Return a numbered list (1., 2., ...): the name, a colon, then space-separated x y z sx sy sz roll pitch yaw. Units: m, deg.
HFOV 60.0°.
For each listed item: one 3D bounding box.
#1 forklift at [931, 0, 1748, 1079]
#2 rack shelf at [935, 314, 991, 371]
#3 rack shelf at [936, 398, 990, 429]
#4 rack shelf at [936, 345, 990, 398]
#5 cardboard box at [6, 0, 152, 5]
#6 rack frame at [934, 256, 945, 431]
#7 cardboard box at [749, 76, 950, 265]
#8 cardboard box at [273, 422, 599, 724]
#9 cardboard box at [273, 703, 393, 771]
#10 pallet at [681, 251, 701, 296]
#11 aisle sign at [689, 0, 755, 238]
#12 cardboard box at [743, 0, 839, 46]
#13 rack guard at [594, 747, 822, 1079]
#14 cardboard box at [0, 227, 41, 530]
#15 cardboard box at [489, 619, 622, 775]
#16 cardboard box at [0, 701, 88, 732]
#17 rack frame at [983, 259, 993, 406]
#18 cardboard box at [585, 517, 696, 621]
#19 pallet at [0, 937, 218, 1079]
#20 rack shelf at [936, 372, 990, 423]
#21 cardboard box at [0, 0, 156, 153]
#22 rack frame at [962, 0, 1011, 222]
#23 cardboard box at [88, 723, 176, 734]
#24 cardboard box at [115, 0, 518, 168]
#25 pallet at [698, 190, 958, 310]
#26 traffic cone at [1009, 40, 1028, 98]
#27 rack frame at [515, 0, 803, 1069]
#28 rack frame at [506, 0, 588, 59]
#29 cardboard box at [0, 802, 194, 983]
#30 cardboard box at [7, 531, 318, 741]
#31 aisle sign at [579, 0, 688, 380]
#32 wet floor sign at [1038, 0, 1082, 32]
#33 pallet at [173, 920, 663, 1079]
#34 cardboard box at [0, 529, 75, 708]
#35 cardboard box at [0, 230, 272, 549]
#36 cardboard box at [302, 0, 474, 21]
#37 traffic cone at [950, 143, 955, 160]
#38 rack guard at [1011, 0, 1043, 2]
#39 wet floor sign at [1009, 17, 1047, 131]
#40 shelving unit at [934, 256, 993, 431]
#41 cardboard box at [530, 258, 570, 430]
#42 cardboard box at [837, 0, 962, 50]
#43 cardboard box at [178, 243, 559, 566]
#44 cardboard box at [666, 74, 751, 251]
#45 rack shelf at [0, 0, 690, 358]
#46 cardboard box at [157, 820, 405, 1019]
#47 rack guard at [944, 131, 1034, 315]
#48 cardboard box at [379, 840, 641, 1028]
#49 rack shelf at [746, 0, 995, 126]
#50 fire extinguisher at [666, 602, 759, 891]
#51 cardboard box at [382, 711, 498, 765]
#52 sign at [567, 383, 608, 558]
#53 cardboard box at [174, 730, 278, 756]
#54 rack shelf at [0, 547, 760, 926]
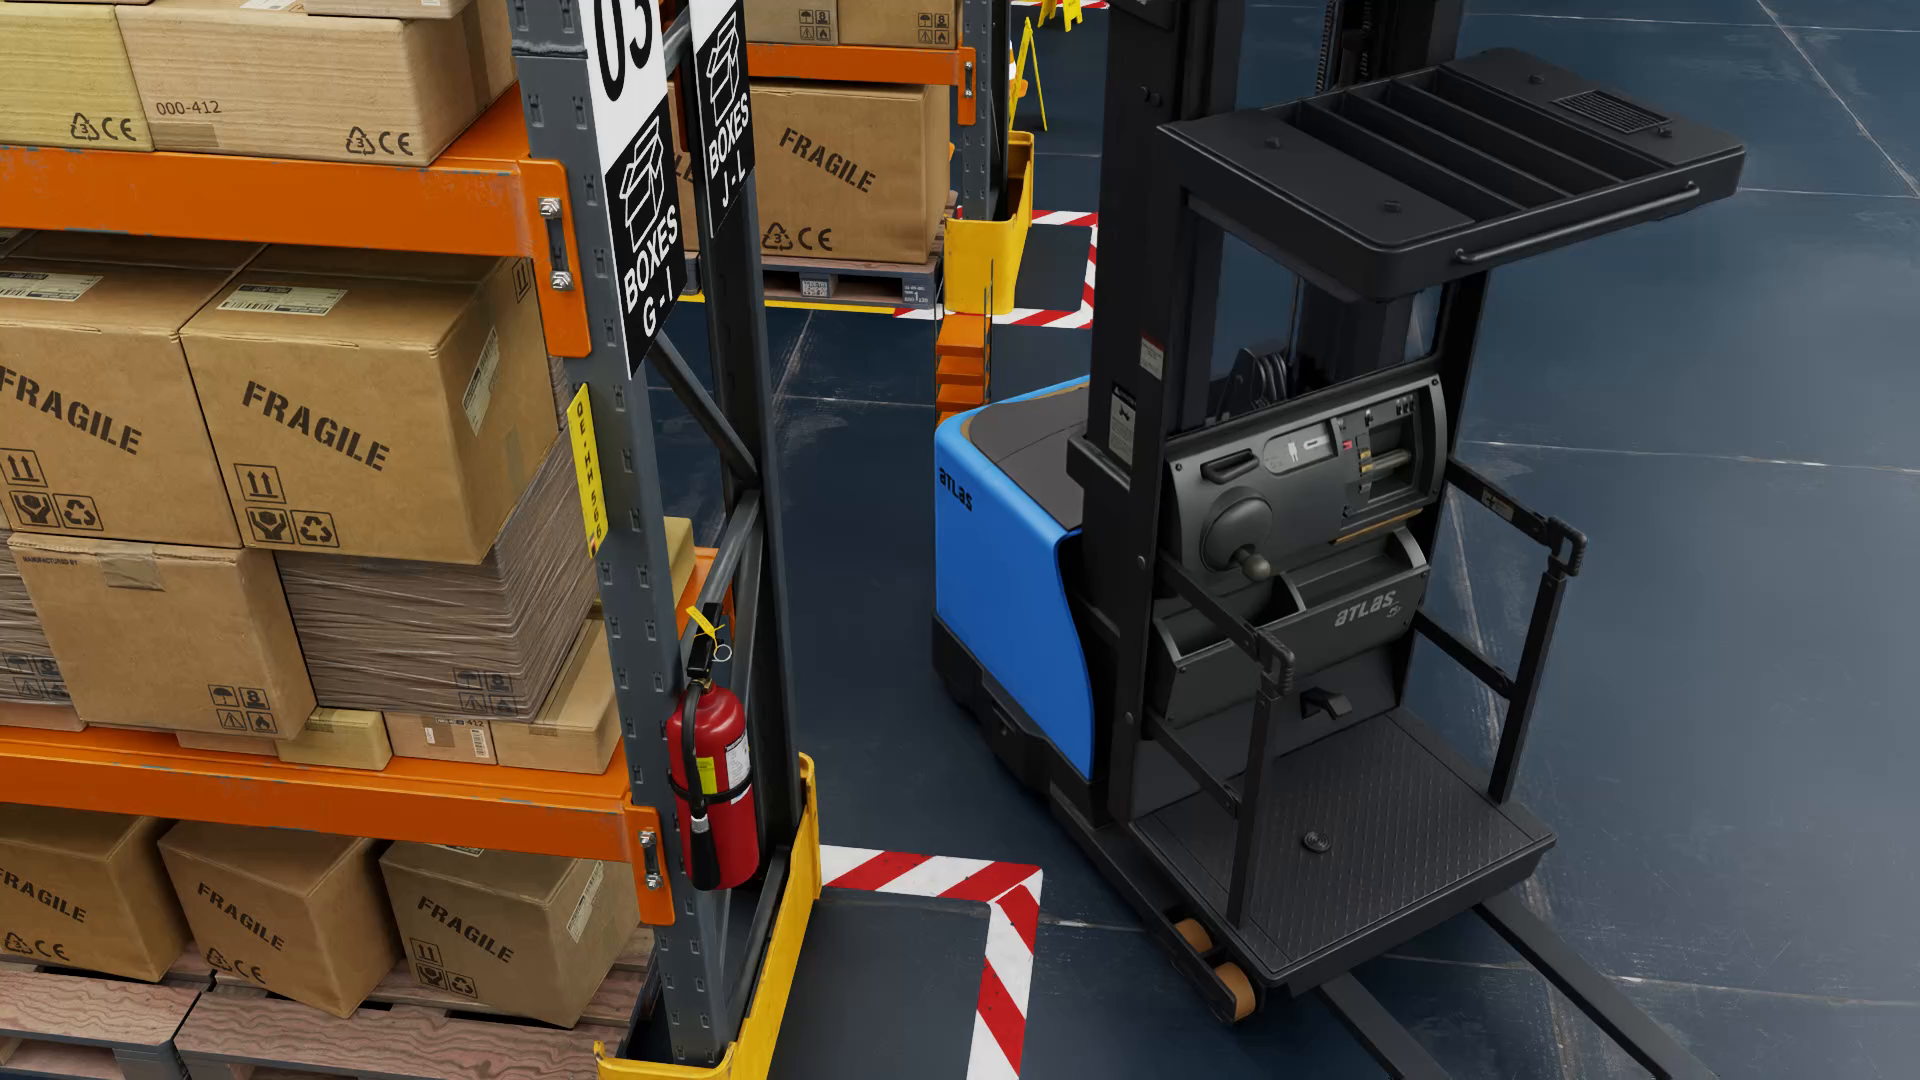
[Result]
1. forklift: 1.068 -0.111 4.383 1.130 2.935 3.031 -18 39 -24
2. rack shelf: 0.014 -0.744 6.217 0.180 0.103 0.258 4 36 6
3. rack shelf: 0.014 -0.451 6.426 0.180 0.103 0.258 4 36 6
4. rack shelf: 0.014 -0.646 6.286 0.180 0.103 0.258 4 36 6
5. cardboard box: -1.440 -1.050 2.843 0.250 0.149 0.380 3 36 4
6. rack frame: -0.076 -0.494 6.409 0.006 1.200 0.240 4 36 6
7. cardboard box: -0.545 -2.012 8.454 0.875 0.875 0.875 4 36 6
8. cardboard box: -1.138 -0.061 3.912 0.500 0.500 0.875 4 36 6
9. cardboard box: -1.407 0.349 3.895 0.250 0.149 0.380 4 36 6
10. pallet: -1.874 -1.664 8.900 1.213 0.211 1.003 4 36 6
11. aisle sign: -0.496 -1.070 3.429 0.004 0.787 0.394 4 36 6
12. cardboard box: -0.786 -2.784 7.940 0.550 0.550 0.875 4 36 6
13. rack guard: -0.671 1.169 4.682 0.348 0.500 1.175 4 36 6
14. cardboard box: -2.165 -0.382 3.501 0.500 0.500 0.500 4 36 6
15. cardboard box: -0.905 0.357 3.884 0.250 0.149 0.380 4 36 6
16. cardboard box: -2.147 0.274 4.000 0.250 0.149 0.380 4 36 6
17. rack frame: 0.105 -0.481 6.390 0.006 1.200 0.240 4 36 6
18. cardboard box: -0.848 0.101 4.243 0.250 0.149 0.380 4 36 6
19. pallet: -2.679 1.114 5.007 1.213 0.211 1.003 4 36 6
20. rack shelf: 0.014 -0.549 6.356 0.180 0.103 0.258 4 36 6
21. cardboard box: -1.602 -0.928 3.015 0.500 0.250 0.500 4 36 6
22. rack frame: 0.136 -2.694 7.942 0.127 3.000 1.000 4 36 6
23. cardboard box: -1.896 0.280 3.992 0.250 0.149 0.380 4 36 6
24. cardboard box: -1.107 -0.892 2.965 0.500 0.250 0.500 5 36 7
25. pallet: -0.667 -1.573 8.772 1.213 0.211 1.003 4 36 6
26. traffic cone: 0.271 -3.144 10.757 0.334 0.463 0.336 4 36 6
27. rack frame: -0.596 0.157 3.948 0.127 3.000 1.000 4 36 6
28. rack frame: -0.596 -2.285 2.205 0.127 3.000 1.000 4 36 6
29. cardboard box: -2.429 0.866 4.745 0.500 0.500 0.500 7 36 10
30. cardboard box: -1.649 -0.029 3.867 0.500 0.500 0.875 4 36 6
31. aisle sign: -0.573 -0.724 2.944 0.004 0.787 0.394 4 36 6
32. wet floor sign: 0.718 -3.964 11.749 0.232 0.644 0.267 17 39 22
33. pallet: -1.473 1.206 4.879 1.213 0.211 1.003 4 36 6
34. cardboard box: -2.140 -0.091 3.953 0.500 0.500 0.875 4 36 6
35. cardboard box: -1.670 -0.344 3.447 0.500 0.500 0.500 4 36 6
36. cardboard box: -0.911 -1.006 2.781 0.250 0.149 0.380 4 36 6
37. traffic cone: -0.210 -2.518 9.880 0.334 0.463 0.336 4 36 6
38. rack guard: 0.591 -4.541 12.683 0.348 0.500 1.175 4 36 6
39. wet floor sign: 0.417 -2.874 10.221 0.232 0.644 0.267 -2 36 -2
40. shelving unit: 0.014 -0.487 6.400 0.189 1.200 0.258 4 36 6
41. cardboard box: -1.107 -0.610 3.819 0.500 0.500 0.500 4 36 6
42. cardboard box: -0.238 -2.756 7.900 0.550 0.550 0.875 4 36 6
43. cardboard box: -1.173 -0.310 3.400 0.500 0.500 0.500 4 36 6
44. cardboard box: -1.418 -2.076 8.544 0.875 0.875 0.875 4 36 5
45. rack shelf: -2.580 -0.919 3.493 4.000 0.370 1.077 4 36 6
46. cardboard box: -1.811 0.923 4.665 0.500 0.500 0.500 14 38 18
47. rack guard: 0.160 -1.674 8.666 0.348 0.500 1.175 4 36 6
48. cardboard box: -1.213 0.948 4.630 0.500 0.500 0.500 11 37 15
49. rack shelf: -1.848 -2.549 8.358 4.000 0.370 1.077 4 36 6
50. fire extinguisher: -0.541 0.462 3.587 0.183 0.674 0.296 4 36 6
51. cardboard box: -1.153 0.338 3.910 0.250 0.149 0.380 4 36 6
52. sign: -0.687 -0.125 3.074 0.005 0.325 0.100 4 36 6
53. cardboard box: -1.653 0.322 3.933 0.250 0.149 0.380 4 36 6
54. rack shelf: -2.580 0.302 4.364 4.000 0.370 1.077 4 36 6
